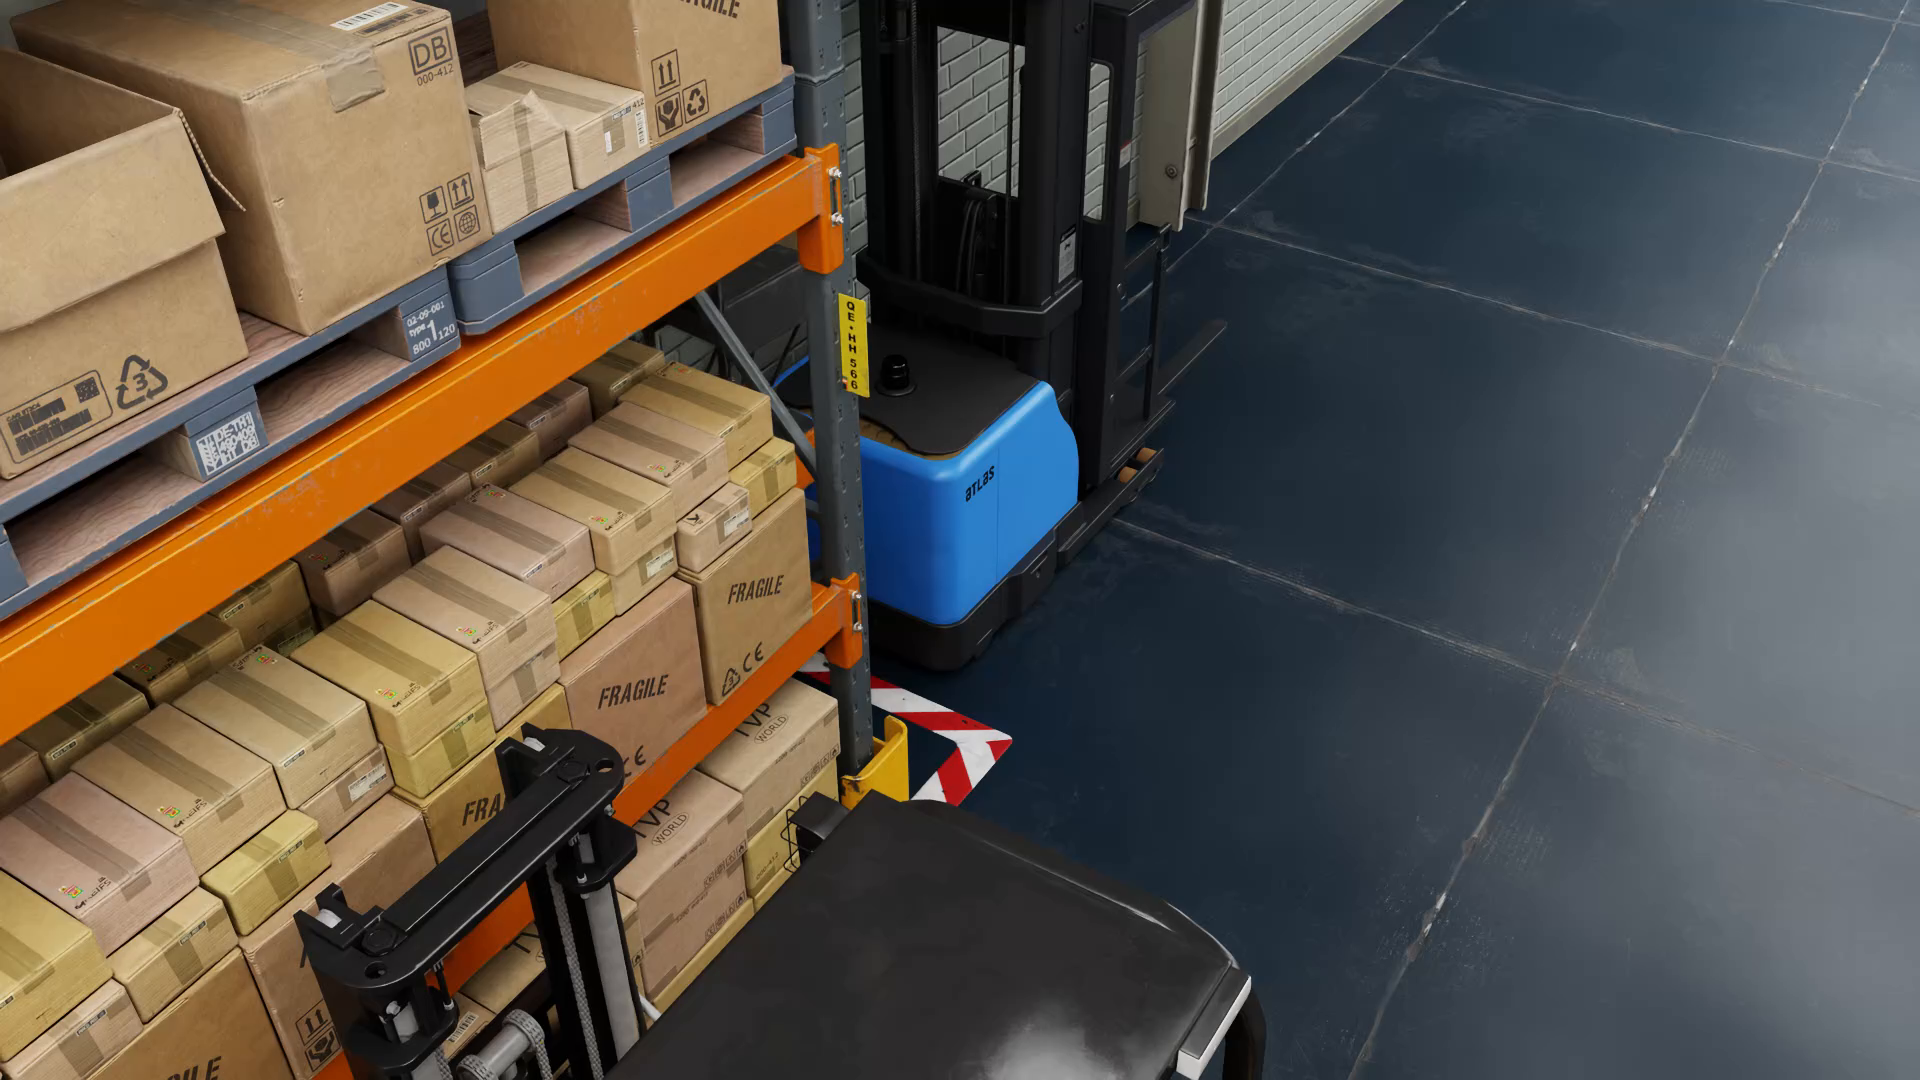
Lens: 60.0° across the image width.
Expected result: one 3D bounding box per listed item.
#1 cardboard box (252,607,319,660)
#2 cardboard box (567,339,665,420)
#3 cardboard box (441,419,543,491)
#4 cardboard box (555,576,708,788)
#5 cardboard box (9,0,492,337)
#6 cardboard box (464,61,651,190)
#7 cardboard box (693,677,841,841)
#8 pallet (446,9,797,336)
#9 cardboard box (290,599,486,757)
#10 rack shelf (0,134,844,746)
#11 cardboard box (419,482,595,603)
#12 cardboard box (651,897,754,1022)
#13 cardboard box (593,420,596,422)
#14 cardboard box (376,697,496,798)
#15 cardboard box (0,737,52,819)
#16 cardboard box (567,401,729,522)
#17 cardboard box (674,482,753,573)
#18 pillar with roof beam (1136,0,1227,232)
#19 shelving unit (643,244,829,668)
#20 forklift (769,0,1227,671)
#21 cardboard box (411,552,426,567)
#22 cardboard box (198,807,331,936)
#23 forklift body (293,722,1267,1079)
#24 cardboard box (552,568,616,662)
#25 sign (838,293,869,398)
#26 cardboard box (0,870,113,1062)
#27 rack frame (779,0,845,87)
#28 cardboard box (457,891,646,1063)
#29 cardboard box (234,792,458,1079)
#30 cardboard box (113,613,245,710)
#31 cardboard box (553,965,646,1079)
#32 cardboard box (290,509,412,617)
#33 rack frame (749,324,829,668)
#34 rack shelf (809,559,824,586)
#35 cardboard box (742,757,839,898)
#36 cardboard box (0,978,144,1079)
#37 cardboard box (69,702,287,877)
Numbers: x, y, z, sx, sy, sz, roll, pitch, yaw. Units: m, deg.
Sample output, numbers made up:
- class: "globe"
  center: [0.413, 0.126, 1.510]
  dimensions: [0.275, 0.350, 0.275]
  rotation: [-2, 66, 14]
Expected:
- class: "cardboard box"
  center: [-1.915, 0.231, 4.381]
  dimensions: [0.380, 0.149, 0.250]
  rotation: [23, 43, 27]
- class: "cardboard box"
  center: [-1.125, -0.513, 5.102]
  dimensions: [0.380, 0.149, 0.250]
  rotation: [20, 42, 24]
- class: "cardboard box"
  center: [-1.424, -0.249, 4.759]
  dimensions: [0.380, 0.149, 0.250]
  rotation: [22, 43, 26]
- class: "cardboard box"
  center: [-1.093, 0.362, 4.742]
  dimensions: [0.500, 0.500, 0.500]
  rotation: [23, 43, 26]
- class: "cardboard box"
  center: [-1.430, -0.833, 3.409]
  dimensions: [0.700, 0.500, 0.500]
  rotation: [21, 43, 25]
- class: "cardboard box"
  center: [-0.953, -0.970, 3.875]
  dimensions: [0.380, 0.149, 0.250]
  rotation: [20, 42, 24]
- class: "cardboard box"
  center: [-0.748, 0.664, 5.521]
  dimensions: [0.500, 0.250, 0.500]
  rotation: [23, 43, 27]
- class: "pallet"
  center: [-1.166, -0.999, 4.205]
  dimensions: [1.003, 0.211, 1.213]
  rotation: [21, 42, 25]
- class: "cardboard box"
  center: [-1.378, 0.328, 4.011]
  dimensions: [0.380, 0.149, 0.250]
  rotation: [22, 43, 26]
- class: "rack shelf"
  center: [-1.837, -0.074, 3.522]
  dimensions: [1.077, 0.370, 4.000]
  rotation: [21, 42, 25]
- class: "cardboard box"
  center: [-1.198, 0.022, 4.408]
  dimensions: [0.380, 0.149, 0.250]
  rotation: [21, 43, 25]
- class: "cardboard box"
  center: [-1.024, 1.319, 5.490]
  dimensions: [0.500, 0.250, 0.500]
  rotation: [21, 42, 25]
- class: "cardboard box"
  center: [-1.166, -0.409, 5.210]
  dimensions: [0.380, 0.149, 0.250]
  rotation: [20, 42, 24]
- class: "cardboard box"
  center: [-1.381, 0.441, 4.108]
  dimensions: [0.380, 0.149, 0.250]
  rotation: [21, 43, 25]
- class: "cardboard box"
  center: [-2.279, 0.532, 3.746]
  dimensions: [0.380, 0.149, 0.250]
  rotation: [21, 42, 25]
- class: "cardboard box"
  center: [-0.885, -0.226, 4.729]
  dimensions: [0.380, 0.149, 0.250]
  rotation: [21, 42, 25]
- class: "cardboard box"
  center: [-0.826, -0.087, 4.793]
  dimensions: [0.380, 0.149, 0.250]
  rotation: [22, 43, 26]
- class: "pillar with roof beam"
  center: [4.950, -4.199, 5.827]
  dimensions: [9.100, 9.000, 0.400]
  rotation: [21, 42, 25]
- class: "shelving unit"
  center: [-0.808, -0.232, 6.327]
  dimensions: [0.431, 2.100, 0.503]
  rotation: [25, 44, 29]
- class: "forklift"
  center: [0.337, -1.484, 7.275]
  dimensions: [1.130, 2.935, 3.031]
  rotation: [21, 42, 25]
- class: "cardboard box"
  center: [-1.580, -0.014, 4.698]
  dimensions: [0.380, 0.149, 0.250]
  rotation: [20, 42, 24]
- class: "cardboard box"
  center: [-1.670, 0.694, 3.779]
  dimensions: [0.380, 0.149, 0.250]
  rotation: [20, 42, 24]
- class: "forklift body"
  center: [-0.241, 1.708, 3.773]
  dimensions: [2.313, 2.155, 1.214]
  rotation: [21, 42, 25]
- class: "cardboard box"
  center: [-1.159, 0.151, 4.484]
  dimensions: [0.380, 0.149, 0.250]
  rotation: [21, 42, 25]
- class: "sign"
  center: [-0.314, -0.570, 4.890]
  dimensions: [0.100, 0.325, 0.005]
  rotation: [21, 42, 25]
- class: "cardboard box"
  center: [-1.953, 0.838, 3.350]
  dimensions: [0.380, 0.149, 0.250]
  rotation: [21, 42, 24]
- class: "rack frame"
  center: [-0.765, -2.578, 3.724]
  dimensions: [1.000, 3.000, 0.127]
  rotation: [21, 42, 25]
- class: "cardboard box"
  center: [-1.279, 1.192, 4.836]
  dimensions: [0.500, 0.250, 0.500]
  rotation: [22, 43, 26]
- class: "cardboard box"
  center: [-1.627, 0.889, 4.058]
  dimensions: [0.500, 0.500, 0.500]
  rotation: [21, 43, 25]
- class: "cardboard box"
  center: [-1.978, 0.275, 4.080]
  dimensions: [0.380, 0.149, 0.250]
  rotation: [21, 42, 25]
- class: "cardboard box"
  center: [-1.298, 1.403, 4.971]
  dimensions: [0.500, 0.250, 0.500]
  rotation: [20, 42, 24]
- class: "cardboard box"
  center: [-1.689, 0.018, 4.413]
  dimensions: [0.380, 0.149, 0.250]
  rotation: [23, 43, 26]
- class: "rack frame"
  center: [-0.660, -0.349, 6.482]
  dimensions: [0.400, 2.100, 0.015]
  rotation: [25, 44, 29]
- class: "rack shelf"
  center: [-0.811, 0.336, 6.759]
  dimensions: [0.431, 0.518, 0.480]
  rotation: [25, 44, 29]
- class: "cardboard box"
  center: [-0.762, 0.875, 5.656]
  dimensions: [0.500, 0.250, 0.500]
  rotation: [21, 42, 25]
- class: "cardboard box"
  center: [-1.925, 0.970, 3.422]
  dimensions: [0.380, 0.149, 0.250]
  rotation: [21, 42, 25]
- class: "cardboard box"
  center: [-1.745, 0.554, 3.718]
  dimensions: [0.380, 0.149, 0.250]
  rotation: [21, 42, 25]
